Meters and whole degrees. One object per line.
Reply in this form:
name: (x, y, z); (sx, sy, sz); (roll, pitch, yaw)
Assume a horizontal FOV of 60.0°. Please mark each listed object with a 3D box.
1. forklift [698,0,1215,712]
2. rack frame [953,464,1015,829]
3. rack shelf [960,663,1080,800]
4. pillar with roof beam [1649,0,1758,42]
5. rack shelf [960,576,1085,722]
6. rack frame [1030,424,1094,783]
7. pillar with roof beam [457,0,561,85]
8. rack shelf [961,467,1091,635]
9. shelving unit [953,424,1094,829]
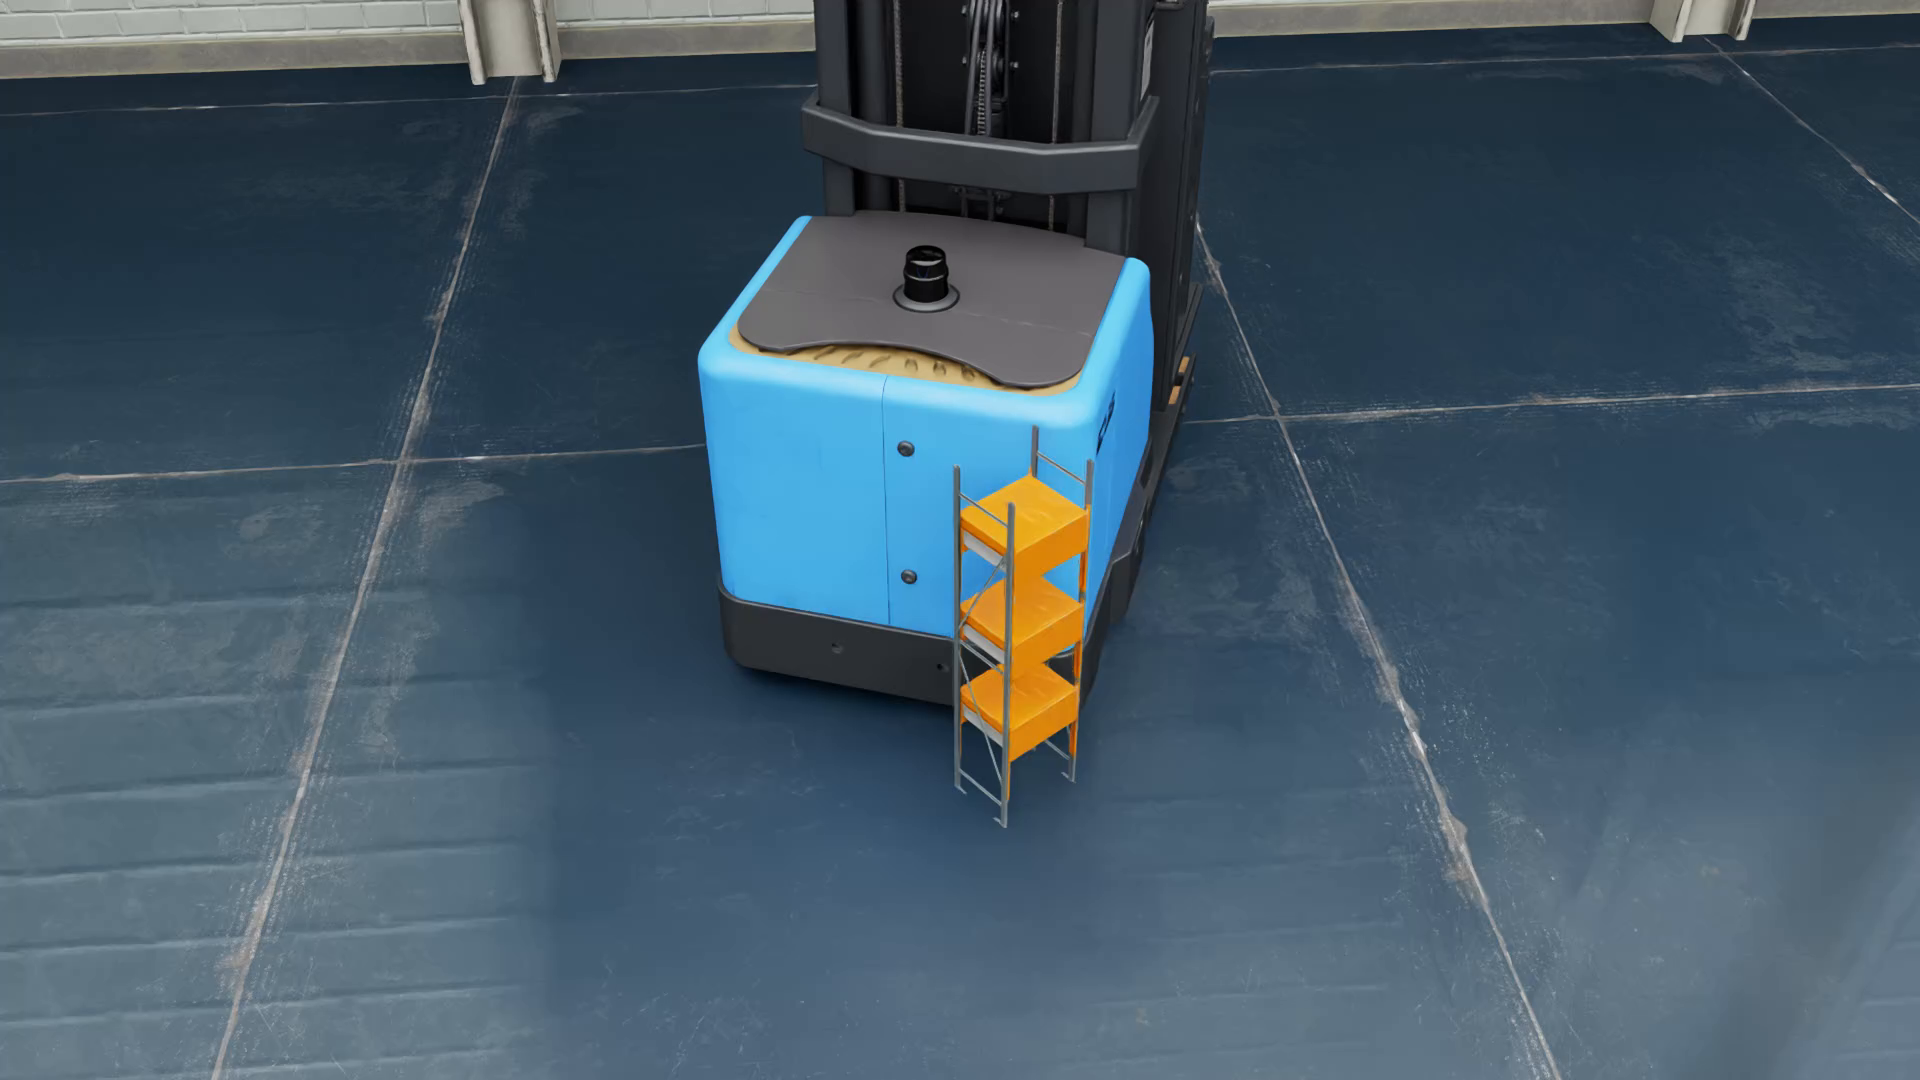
forklift: (0.207, -1.573, 4.877); (1.130, 2.935, 3.031); (10, 39, 12)
rack frame: (0.053, 0.288, 4.038); (0.008, 1.050, 0.200); (-29, 46, -31)
rack shelf: (0.145, 0.464, 4.280); (0.240, 0.259, 0.215); (-29, 46, -31)
pillar with roof beam: (4.184, -3.514, 2.439); (0.400, 9.000, 9.100); (-3, 38, -4)
rack shelf: (0.145, 0.246, 4.107); (0.240, 0.259, 0.215); (-29, 46, -31)
rack frame: (0.237, 0.188, 4.164); (0.008, 1.050, 0.200); (-29, 46, -31)
pillar with roof beam: (-1.792, -3.185, 2.021); (0.400, 9.000, 9.100); (-3, 38, -4)
rack shelf: (0.145, 0.023, 3.932); (0.240, 0.259, 0.215); (-29, 46, -31)
shelving unit: (0.145, 0.238, 4.101); (0.252, 1.050, 0.215); (-29, 46, -31)
